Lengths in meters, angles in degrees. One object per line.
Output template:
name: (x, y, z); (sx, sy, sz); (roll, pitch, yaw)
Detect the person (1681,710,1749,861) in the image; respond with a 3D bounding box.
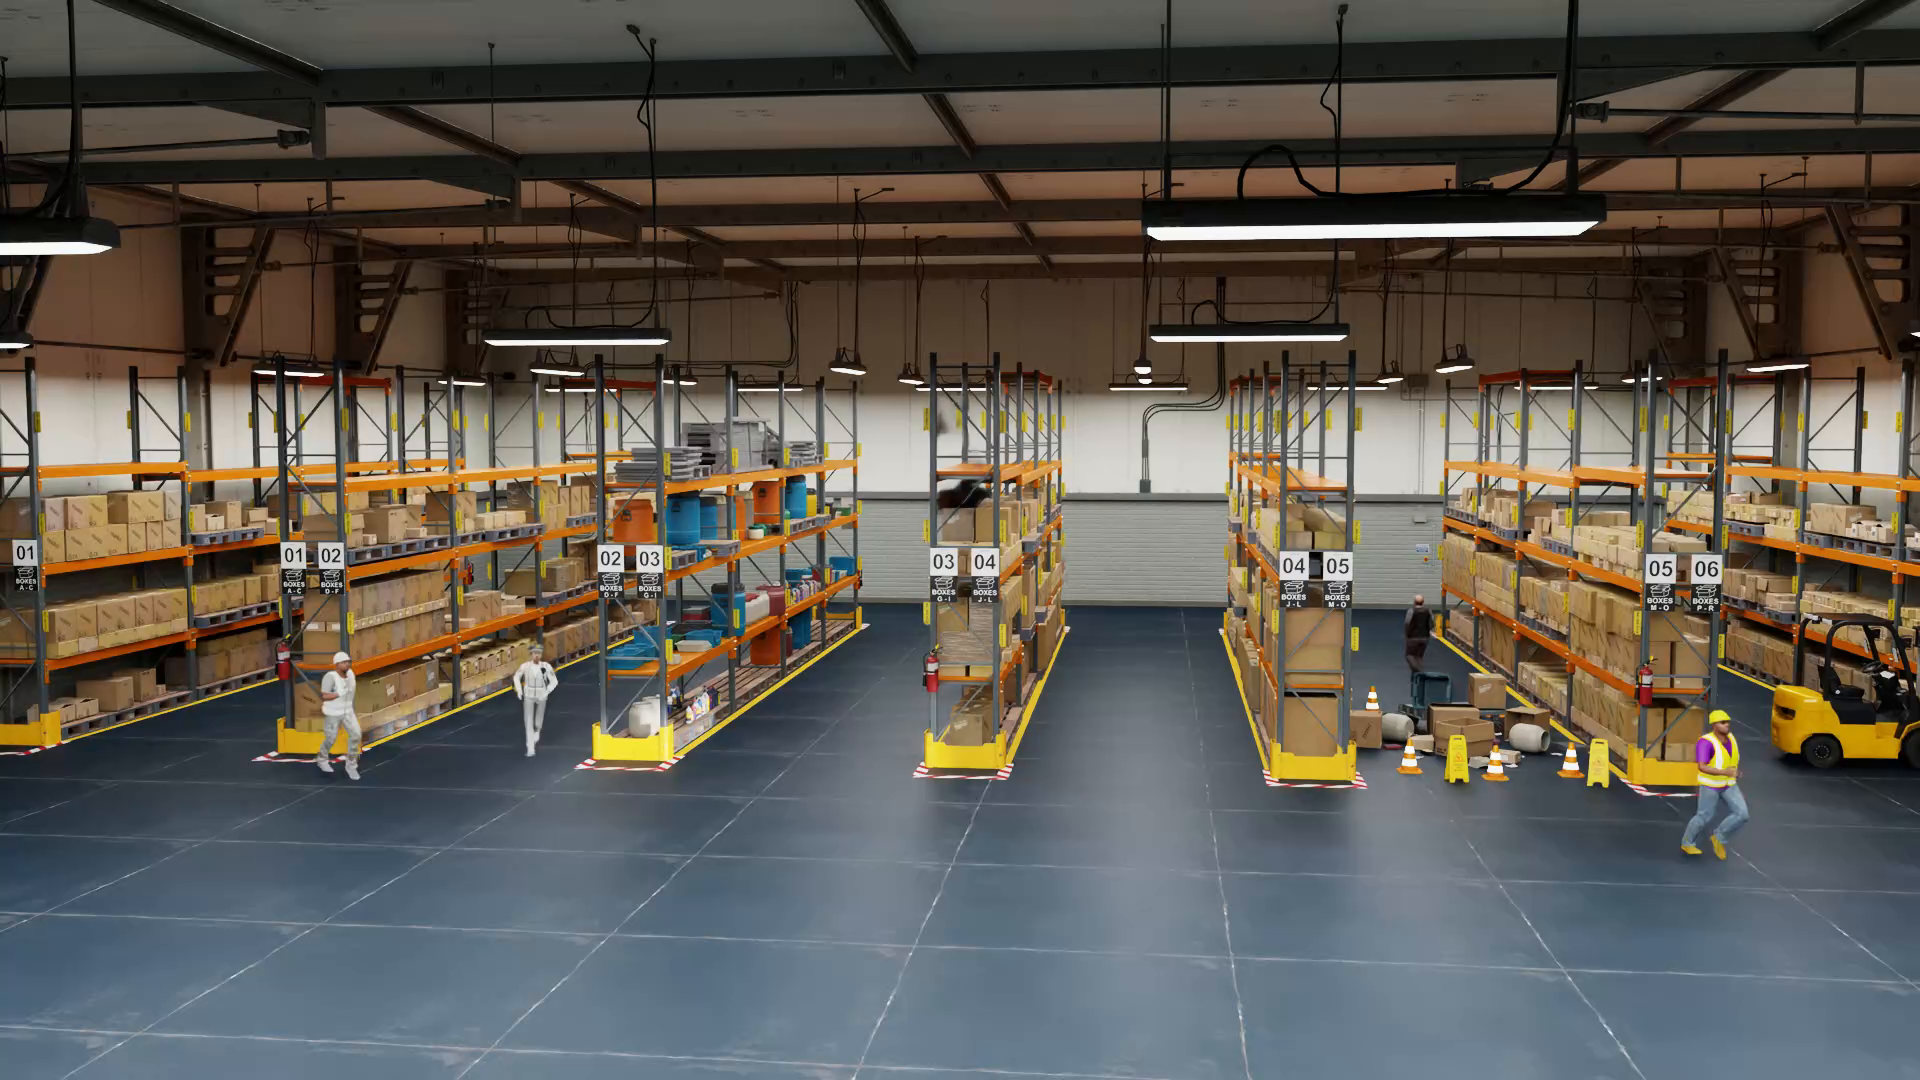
person: (8.635, 2.780, 18.897); (0.719, 1.728, 0.840); (-1, 4, -18)

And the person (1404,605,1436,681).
person: (8.826, 1.995, 31.998); (0.664, 1.494, 0.527); (0, 4, -5)

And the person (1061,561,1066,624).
person: (2.349, 1.298, 41.696); (0.557, 1.592, 0.875); (-3, 5, -37)

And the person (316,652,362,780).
person: (-8.750, 2.478, 23.360); (0.877, 1.843, 0.656); (3, 5, 33)

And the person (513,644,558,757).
person: (-6.455, 2.412, 25.289); (0.657, 1.692, 0.790); (-1, 4, -14)
